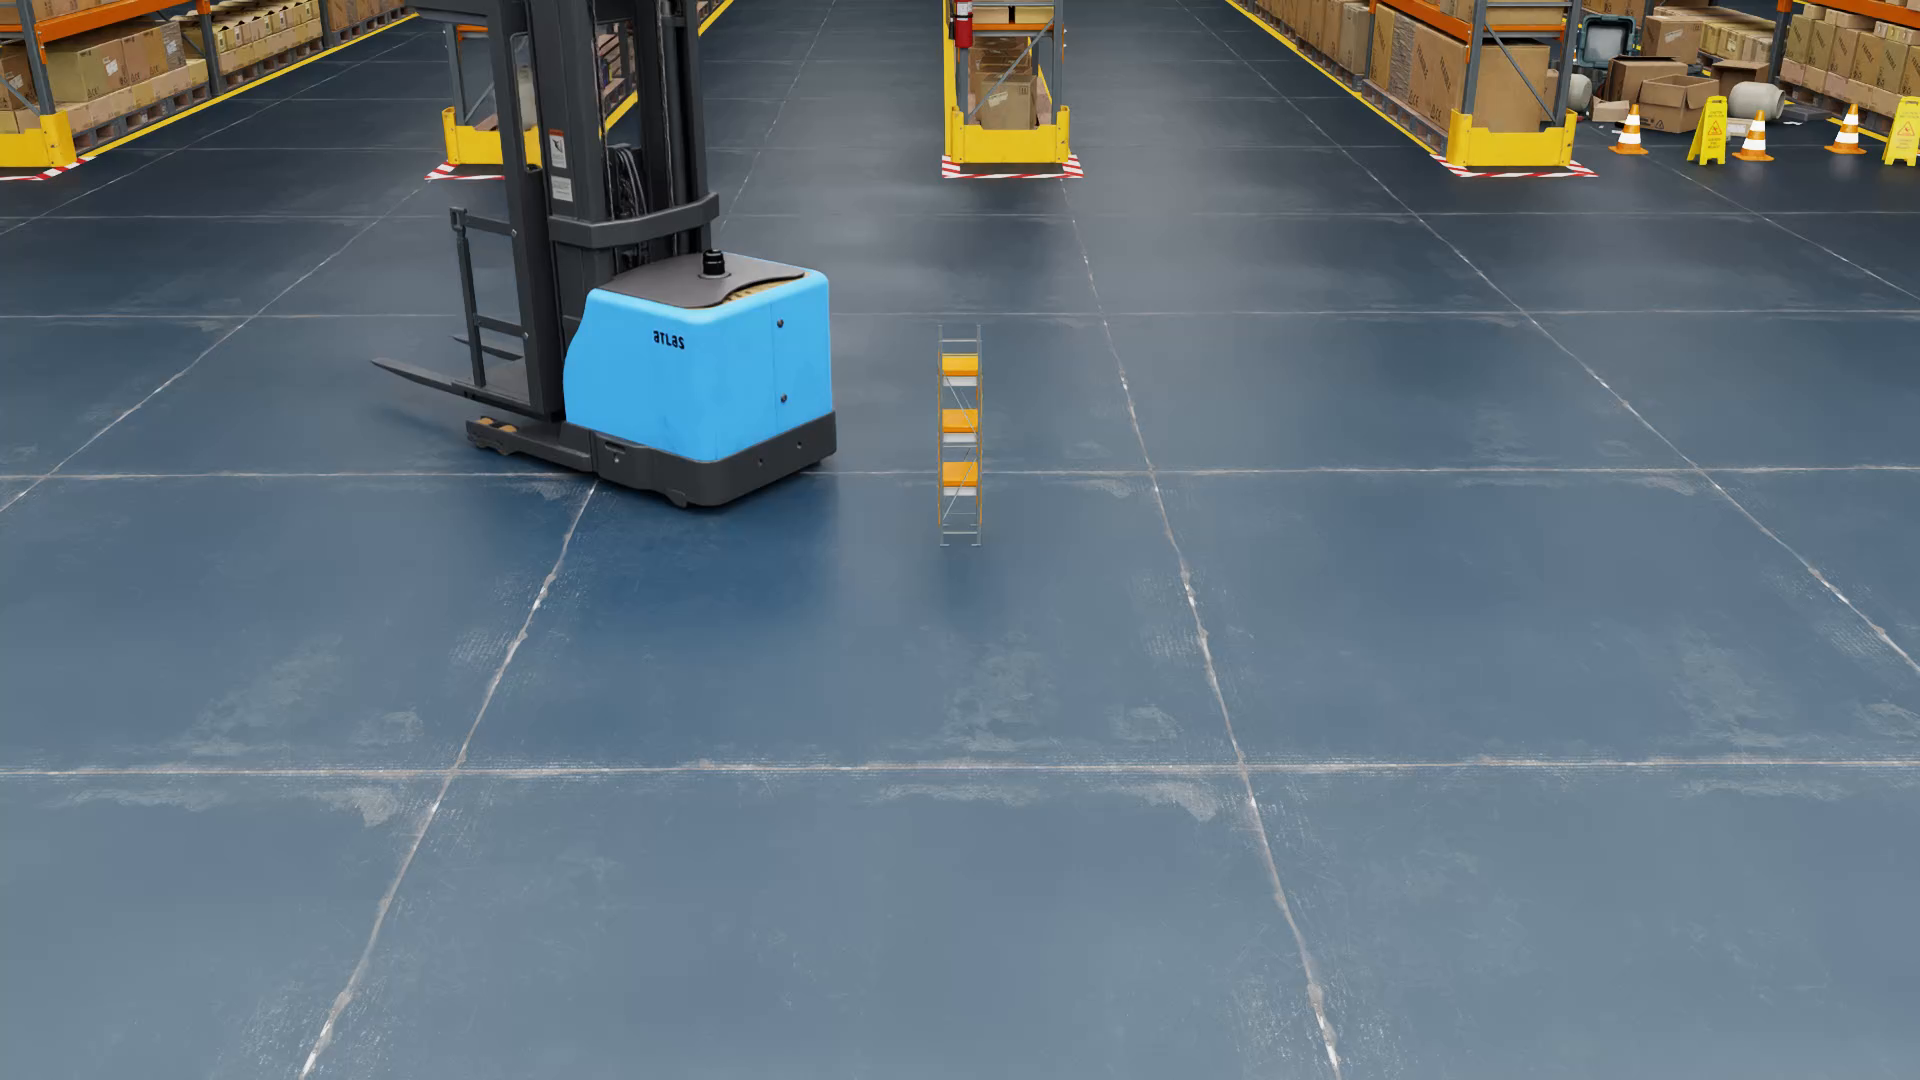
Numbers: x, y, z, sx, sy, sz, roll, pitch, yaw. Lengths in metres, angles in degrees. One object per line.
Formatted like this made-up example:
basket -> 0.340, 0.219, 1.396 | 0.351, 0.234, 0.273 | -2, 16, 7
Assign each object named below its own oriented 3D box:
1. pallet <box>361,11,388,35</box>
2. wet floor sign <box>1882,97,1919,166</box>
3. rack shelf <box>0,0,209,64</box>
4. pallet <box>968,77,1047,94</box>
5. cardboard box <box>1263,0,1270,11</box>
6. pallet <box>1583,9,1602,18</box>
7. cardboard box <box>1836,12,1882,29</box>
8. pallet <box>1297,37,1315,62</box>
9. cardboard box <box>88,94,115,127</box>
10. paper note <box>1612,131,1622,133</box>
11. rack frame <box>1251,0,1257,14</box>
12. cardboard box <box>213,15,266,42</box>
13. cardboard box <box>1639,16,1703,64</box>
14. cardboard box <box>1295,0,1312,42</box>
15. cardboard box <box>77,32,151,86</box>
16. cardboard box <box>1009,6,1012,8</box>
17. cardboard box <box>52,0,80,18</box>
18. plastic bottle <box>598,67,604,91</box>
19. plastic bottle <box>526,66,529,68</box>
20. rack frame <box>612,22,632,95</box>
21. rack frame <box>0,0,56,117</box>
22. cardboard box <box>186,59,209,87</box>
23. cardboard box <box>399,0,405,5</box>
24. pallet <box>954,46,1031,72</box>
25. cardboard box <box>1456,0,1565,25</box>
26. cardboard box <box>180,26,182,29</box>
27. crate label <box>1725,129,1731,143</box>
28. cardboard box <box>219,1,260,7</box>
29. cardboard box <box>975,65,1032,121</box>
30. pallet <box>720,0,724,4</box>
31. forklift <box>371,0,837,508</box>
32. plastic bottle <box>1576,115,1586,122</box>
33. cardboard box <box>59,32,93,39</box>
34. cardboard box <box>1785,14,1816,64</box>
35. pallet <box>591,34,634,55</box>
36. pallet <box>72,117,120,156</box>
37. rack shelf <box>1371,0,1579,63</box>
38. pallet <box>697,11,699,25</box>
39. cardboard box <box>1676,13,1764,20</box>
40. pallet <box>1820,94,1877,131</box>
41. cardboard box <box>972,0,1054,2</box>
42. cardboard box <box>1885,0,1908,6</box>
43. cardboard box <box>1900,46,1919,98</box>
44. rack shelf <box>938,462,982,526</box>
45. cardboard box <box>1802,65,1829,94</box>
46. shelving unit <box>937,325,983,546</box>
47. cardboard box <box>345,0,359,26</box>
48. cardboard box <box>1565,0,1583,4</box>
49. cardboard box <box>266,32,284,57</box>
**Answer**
pallet -> -9.481, -7.951, 25.574 | 1.003, 0.211, 1.213 | 0, 24, -1
wet floor sign -> 9.335, -4.047, 16.416 | 0.267, 0.644, 0.232 | 8, 26, 18
rack shelf -> -9.434, -5.612, 17.892 | 1.077, 0.370, 4.000 | 0, 24, -1
pallet -> 0.492, -5.260, 19.624 | 1.003, 0.211, 1.213 | 0, 24, -1
cardboard box -> 5.073, -8.613, 26.177 | 0.500, 0.500, 0.500 | 1, 24, 2
pallet -> 10.372, -8.056, 25.806 | 1.003, 0.211, 1.213 | 0, 24, -1
cardboard box -> 10.050, -5.808, 18.583 | 0.380, 0.149, 0.250 | 1, 24, 2
pallet -> 5.300, -6.840, 23.118 | 1.003, 0.211, 1.213 | 0, 24, -1
cardboard box -> -9.205, -4.482, 17.347 | 0.500, 0.250, 0.500 | 0, 24, -1
paper note -> 7.135, -4.422, 17.993 | 0.144, 0.017, 0.142 | 8, 26, 18
rack frame -> 5.323, -10.084, 26.906 | 1.000, 3.000, 0.127 | 0, 24, -1
cardboard box -> -9.219, -6.549, 21.237 | 0.500, 0.311, 0.500 | -1, 24, -2
cardboard box -> 8.579, -6.037, 20.073 | 0.500, 0.500, 0.500 | 0, 24, -1
cardboard box -> 5.283, -7.351, 23.083 | 1.050, 0.750, 0.750 | -1, 24, -1
cardboard box -> -9.210, -5.236, 18.104 | 0.500, 0.500, 0.500 | 0, 24, -1
cardboard box -> 0.708, -5.678, 17.469 | 0.380, 0.149, 0.250 | 0, 24, -1
cardboard box -> -9.416, -5.570, 16.804 | 0.700, 0.500, 0.500 | 0, 24, 1
plastic bottle -> -4.162, -5.337, 19.174 | 0.061, 0.283, 0.133 | 1, 24, 3
plastic bottle -> -4.947, -5.267, 19.018 | 0.061, 0.283, 0.133 | 1, 24, 2
rack frame -> -4.503, -6.785, 19.611 | 1.000, 3.000, 0.127 | 0, 24, -1
rack frame -> -9.413, -5.116, 15.921 | 1.000, 3.000, 0.127 | 0, 24, -1
cardboard box -> -9.233, -5.512, 19.625 | 0.500, 0.250, 0.500 | 0, 24, -1
cardboard box -> -9.252, -8.920, 26.832 | 0.500, 0.500, 0.500 | 0, 24, -1
pallet -> 0.423, -6.361, 22.059 | 1.003, 0.211, 1.213 | 0, 24, -1
cardboard box -> 5.404, -5.360, 16.280 | 0.875, 0.550, 0.550 | 0, 24, -1
cardboard box -> -9.747, -6.124, 20.296 | 0.500, 0.311, 0.500 | 0, 24, -1
crate label -> 7.931, -4.249, 17.478 | 0.250, 0.136, 0.298 | -14, 28, -28
cardboard box -> -9.774, -7.173, 22.616 | 0.500, 0.311, 0.500 | -1, 24, -2
cardboard box -> 0.462, -4.715, 17.558 | 0.500, 0.500, 0.500 | 6, 25, 13
pallet -> -4.654, -9.617, 29.258 | 1.003, 0.211, 1.213 | 0, 24, -1
forklift -> -2.169, -1.967, 9.042 | 3.031, 2.935, 1.130 | 17, 29, 32
plastic bottle -> 6.853, -4.713, 18.597 | 0.283, 0.061, 0.133 | -9, 26, -19
cardboard box -> -9.746, -5.234, 18.099 | 0.500, 0.500, 0.500 | 0, 24, -1
cardboard box -> 10.095, -5.887, 19.544 | 0.500, 0.500, 0.500 | 1, 24, 2
pallet -> -4.577, -6.843, 23.124 | 1.003, 0.211, 1.213 | 0, 24, -1
pallet -> -9.463, -4.160, 17.192 | 1.003, 0.211, 1.213 | 0, 24, -1
rack shelf -> 5.432, -5.636, 17.944 | 1.077, 0.370, 4.000 | 0, 24, -1
pallet -> -4.608, -7.989, 25.657 | 1.003, 0.211, 1.213 | 0, 24, -1
cardboard box -> 10.327, -6.957, 22.671 | 0.950, 0.372, 0.625 | -1, 24, -2
pallet -> 10.418, -4.800, 18.608 | 1.003, 0.211, 1.213 | 0, 24, -1
cardboard box -> 0.515, -5.567, 16.436 | 0.875, 0.500, 0.500 | 0, 24, -1
cardboard box -> 10.101, -5.769, 17.670 | 0.380, 0.149, 0.250 | -1, 24, -1
cardboard box -> 10.133, -4.812, 17.168 | 0.500, 0.500, 0.500 | 0, 24, 0
rack shelf -> -0.001, -0.238, 8.201 | 0.215, 0.259, 0.240 | 0, 24, -1
cardboard box -> 10.112, -5.326, 19.213 | 0.500, 0.250, 0.500 | 1, 24, 2
shelving unit -> -0.001, -0.500, 8.082 | 0.215, 1.050, 0.252 | 0, 24, -1
cardboard box -> -9.231, -7.878, 24.529 | 0.500, 0.500, 0.500 | -1, 24, -2
cardboard box -> 10.358, -9.116, 26.835 | 0.875, 0.875, 0.875 | 0, 24, 1
cardboard box -> -9.230, -6.503, 21.817 | 0.500, 0.250, 0.500 | 0, 24, 0
